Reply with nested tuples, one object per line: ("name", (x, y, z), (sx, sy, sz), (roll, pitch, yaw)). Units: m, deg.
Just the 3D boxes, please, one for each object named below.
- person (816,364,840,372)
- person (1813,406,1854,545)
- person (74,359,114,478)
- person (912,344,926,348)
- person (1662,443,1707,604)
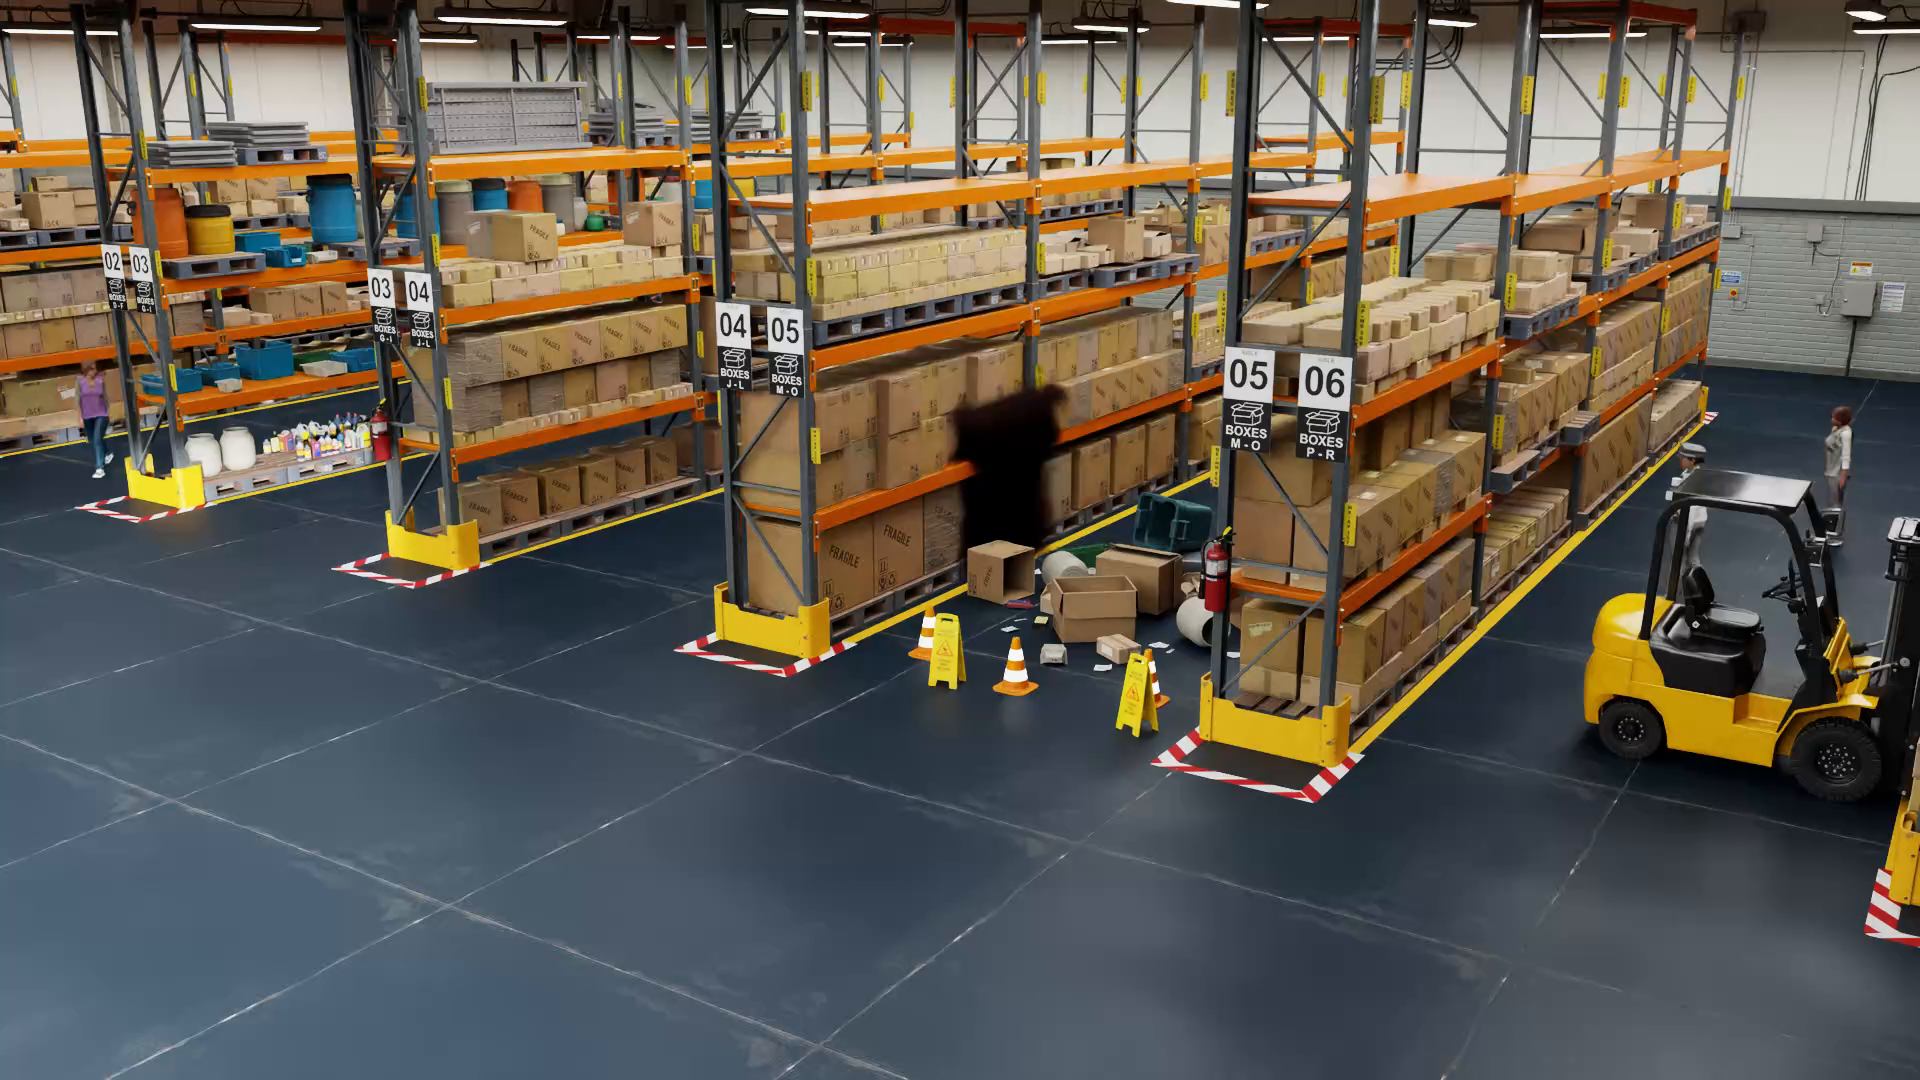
("person", (-1.505, -1.451, 20.369), (0.773, 1.800, 0.908), (12, 20, 37))
("person", (9.946, -0.734, 18.875), (0.351, 1.600, 0.469), (10, 19, 32))
("person", (-11.568, -1.664, 22.271), (0.382, 1.551, 0.813), (0, 16, 0))
("person", (-0.582, -2.022, 23.144), (0.678, 1.712, 1.049), (11, 19, 35))
("person", (7.303, -0.147, 16.666), (0.490, 1.670, 0.433), (-11, 19, -34))
